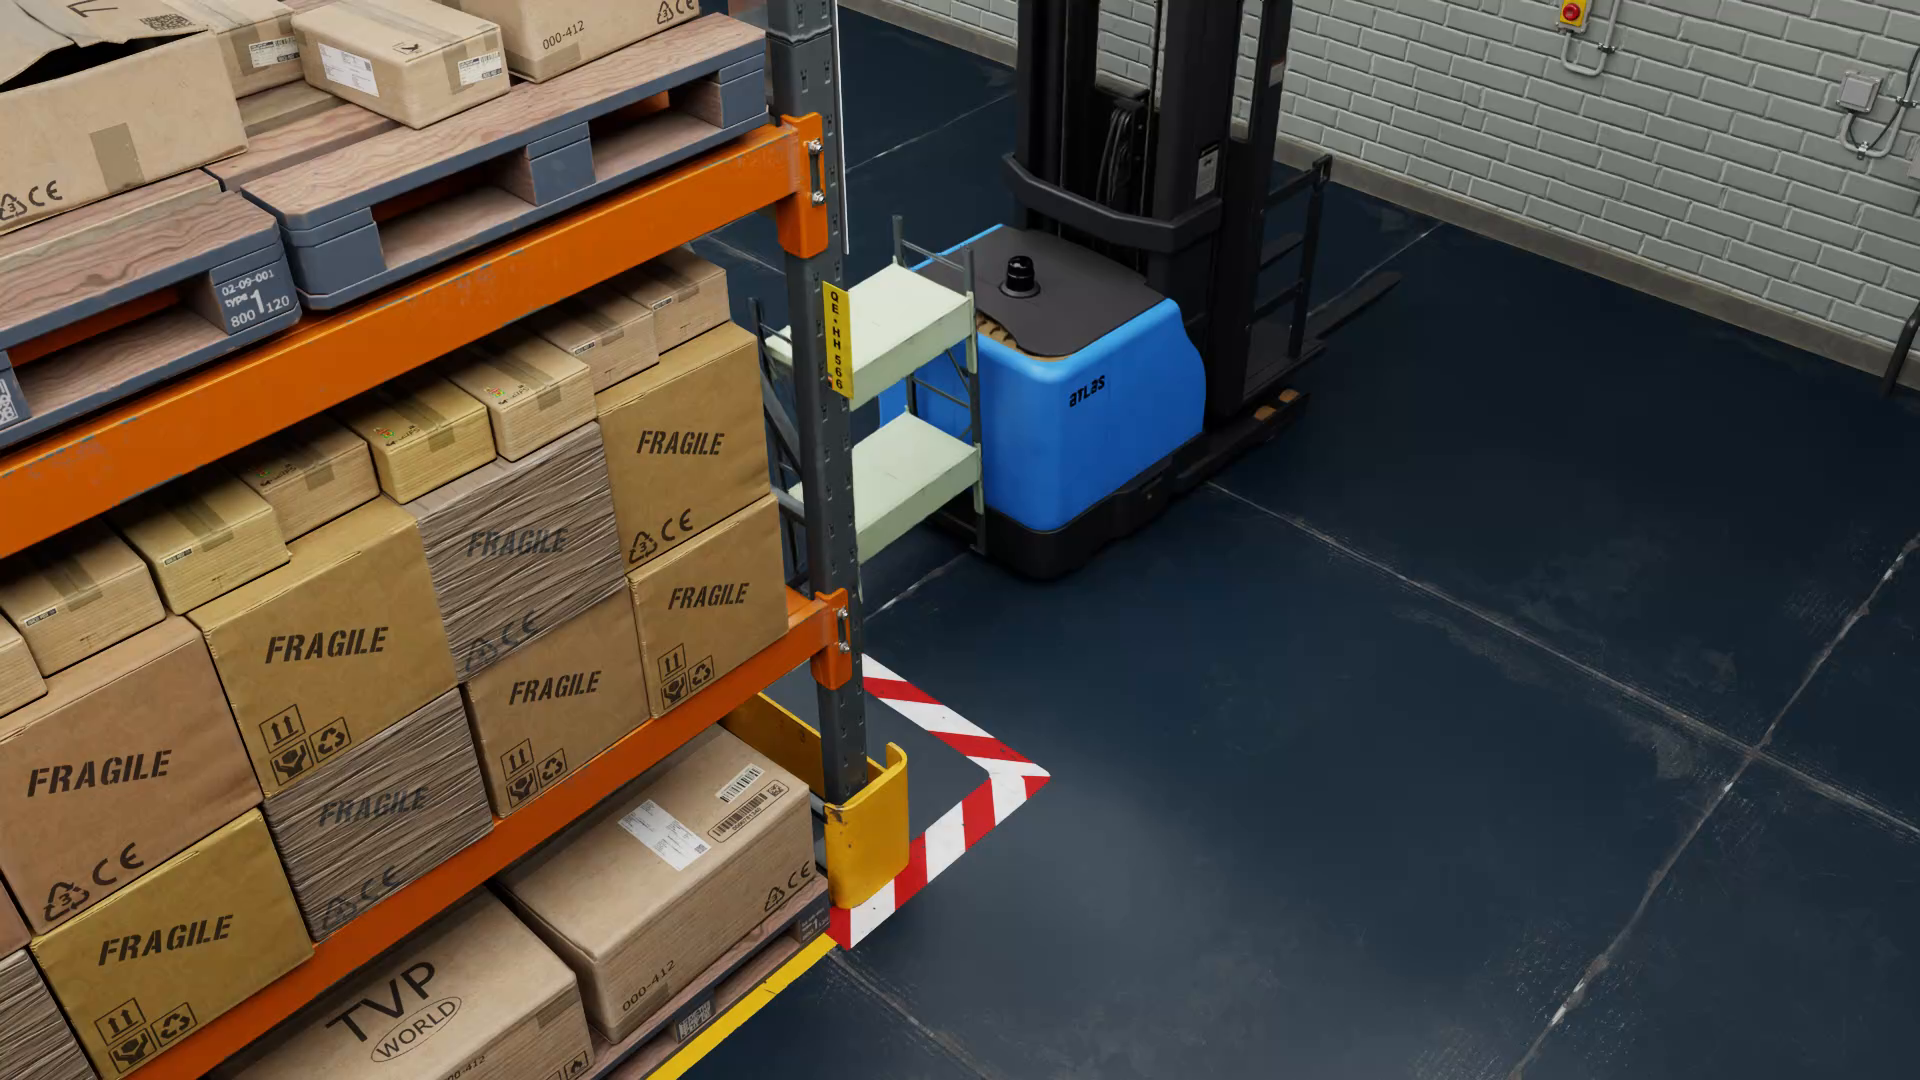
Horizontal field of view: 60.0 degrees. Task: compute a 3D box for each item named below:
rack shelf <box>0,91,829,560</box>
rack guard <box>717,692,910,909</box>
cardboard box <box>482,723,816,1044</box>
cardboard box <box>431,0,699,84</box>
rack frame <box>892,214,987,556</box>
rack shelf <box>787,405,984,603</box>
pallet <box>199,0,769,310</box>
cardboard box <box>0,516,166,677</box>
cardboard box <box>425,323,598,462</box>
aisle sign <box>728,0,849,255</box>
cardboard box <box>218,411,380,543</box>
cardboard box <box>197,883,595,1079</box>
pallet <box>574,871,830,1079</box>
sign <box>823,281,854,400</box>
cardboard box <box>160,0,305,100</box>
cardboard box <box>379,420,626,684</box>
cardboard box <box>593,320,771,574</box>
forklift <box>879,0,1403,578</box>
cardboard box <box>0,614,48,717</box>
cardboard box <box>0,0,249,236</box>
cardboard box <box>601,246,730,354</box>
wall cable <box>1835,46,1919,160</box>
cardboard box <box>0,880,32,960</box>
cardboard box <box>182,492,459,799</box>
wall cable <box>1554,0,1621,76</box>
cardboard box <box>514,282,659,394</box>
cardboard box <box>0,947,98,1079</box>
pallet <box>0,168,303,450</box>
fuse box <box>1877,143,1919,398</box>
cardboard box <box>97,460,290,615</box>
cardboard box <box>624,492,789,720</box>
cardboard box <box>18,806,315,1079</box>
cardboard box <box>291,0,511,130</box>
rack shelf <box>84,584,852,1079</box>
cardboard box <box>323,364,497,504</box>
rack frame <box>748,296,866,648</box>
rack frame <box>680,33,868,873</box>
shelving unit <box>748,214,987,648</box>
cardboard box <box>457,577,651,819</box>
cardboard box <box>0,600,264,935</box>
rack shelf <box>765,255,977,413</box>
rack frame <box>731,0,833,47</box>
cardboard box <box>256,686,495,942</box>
[{"bbox_3d":[-2.062,-0.185,3.241,1.077,0.370,4.000,30,47,32],"label":"rack shelf"},{"bbox_3d":[-0.697,0.756,5.898,1.175,0.500,0.348,30,47,32],"label":"rack guard"},{"bbox_3d":[-1.085,0.972,5.339,0.875,0.438,0.875,28,46,31],"label":"cardboard box"},{"bbox_3d":[-0.950,-1.286,3.750,0.500,0.250,0.500,25,45,28],"label":"cardboard box"},{"bbox_3d":[-0.070,-0.587,6.709,0.400,1.500,0.023,30,51,32],"label":"rack frame"},{"bbox_3d":[-0.304,-0.157,6.729,0.431,0.370,0.720,30,51,32],"label":"rack shelf"},{"bbox_3d":[-1.206,-1.006,3.766,1.003,0.211,1.213,30,47,32],"label":"pallet"},{"bbox_3d":[-1.819,0.075,3.341,0.380,0.149,0.250,31,48,33],"label":"cardboard box"},{"bbox_3d":[-1.073,-0.366,3.896,0.380,0.149,0.250,29,47,31],"label":"cardboard box"},{"bbox_3d":[-0.436,-1.132,4.175,0.394,0.787,0.004,30,47,32],"label":"aisle sign"},{"bbox_3d":[-1.502,-0.178,3.658,0.380,0.149,0.250,29,47,32],"label":"cardboard box"},{"bbox_3d":[-1.696,1.396,4.806,0.875,0.438,0.875,31,48,33],"label":"cardboard box"},{"bbox_3d":[-1.195,1.280,5.471,1.003,0.211,1.213,30,47,32],"label":"pallet"},{"bbox_3d":[-0.322,-0.523,4.377,0.100,0.325,0.005,30,47,32],"label":"sign"},{"bbox_3d":[-1.617,-1.088,3.582,0.380,0.149,0.250,31,48,33],"label":"cardboard box"},{"bbox_3d":[-1.194,-0.068,4.042,0.500,0.500,0.500,30,47,32],"label":"cardboard box"},{"bbox_3d":[-0.863,-0.321,4.360,0.500,0.500,0.500,31,48,33],"label":"cardboard box"},{"bbox_3d":[1.014,-1.810,7.172,1.130,2.935,3.031,31,48,33],"label":"forklift"},{"bbox_3d":[-1.966,0.214,3.166,0.380,0.149,0.250,30,47,32],"label":"cardboard box"},{"bbox_3d":[-1.760,-0.888,3.200,0.500,0.311,0.500,31,48,33],"label":"cardboard box"},{"bbox_3d":[-0.808,-0.647,4.249,0.380,0.149,0.250,30,47,32],"label":"cardboard box"},{"bbox_3d":[4.128,-2.619,7.318,0.588,1.984,0.122,30,47,32],"label":"wall cable"},{"bbox_3d":[-2.212,0.618,3.179,0.500,0.500,0.500,31,48,33],"label":"cardboard box"},{"bbox_3d":[-1.530,0.158,3.758,0.500,0.500,0.500,29,47,32],"label":"cardboard box"},{"bbox_3d":[3.074,-3.222,8.050,0.585,1.953,0.123,30,47,32],"label":"wall cable"},{"bbox_3d":[-0.961,-0.520,4.089,0.380,0.149,0.250,31,48,33],"label":"cardboard box"},{"bbox_3d":[-2.219,1.026,3.469,0.500,0.500,0.500,30,47,32],"label":"cardboard box"},{"bbox_3d":[-2.029,-0.443,3.058,1.003,0.211,1.213,30,47,32],"label":"pallet"},{"bbox_3d":[4.526,-1.359,7.584,0.539,1.711,0.414,30,47,32],"label":"fuse box"},{"bbox_3d":[-1.628,-0.038,3.483,0.380,0.149,0.250,31,48,33],"label":"cardboard box"},{"bbox_3d":[-0.843,0.082,4.657,0.500,0.500,0.500,30,47,32],"label":"cardboard box"},{"bbox_3d":[-1.872,0.789,3.767,0.500,0.500,0.500,31,48,33],"label":"cardboard box"},{"bbox_3d":[-1.174,-1.020,3.497,0.380,0.149,0.250,26,45,29],"label":"cardboard box"},{"bbox_3d":[-2.062,0.989,4.174,1.077,0.370,4.000,30,47,32],"label":"rack shelf"},{"bbox_3d":[-1.273,-0.268,3.772,0.380,0.149,0.250,31,48,33],"label":"cardboard box"},{"bbox_3d":[-0.568,-0.217,6.320,0.400,1.500,0.023,30,51,32],"label":"rack frame"},{"bbox_3d":[-0.713,-0.212,5.106,1.000,3.000,0.127,30,47,32],"label":"rack frame"},{"bbox_3d":[-0.319,-0.402,6.515,0.431,1.500,0.755,30,51,32],"label":"shelving unit"},{"bbox_3d":[-1.193,0.306,4.374,0.500,0.500,0.500,29,47,31],"label":"cardboard box"},{"bbox_3d":[-1.870,0.388,3.468,0.500,0.500,0.500,29,47,32],"label":"cardboard box"},{"bbox_3d":[-0.336,-0.695,6.258,0.431,0.370,0.720,30,51,32],"label":"rack shelf"},{"bbox_3d":[-0.713,-2.560,3.239,1.000,3.000,0.127,30,47,32],"label":"rack frame"},{"bbox_3d":[-1.533,0.547,4.072,0.500,0.500,0.500,31,48,33],"label":"cardboard box"}]
